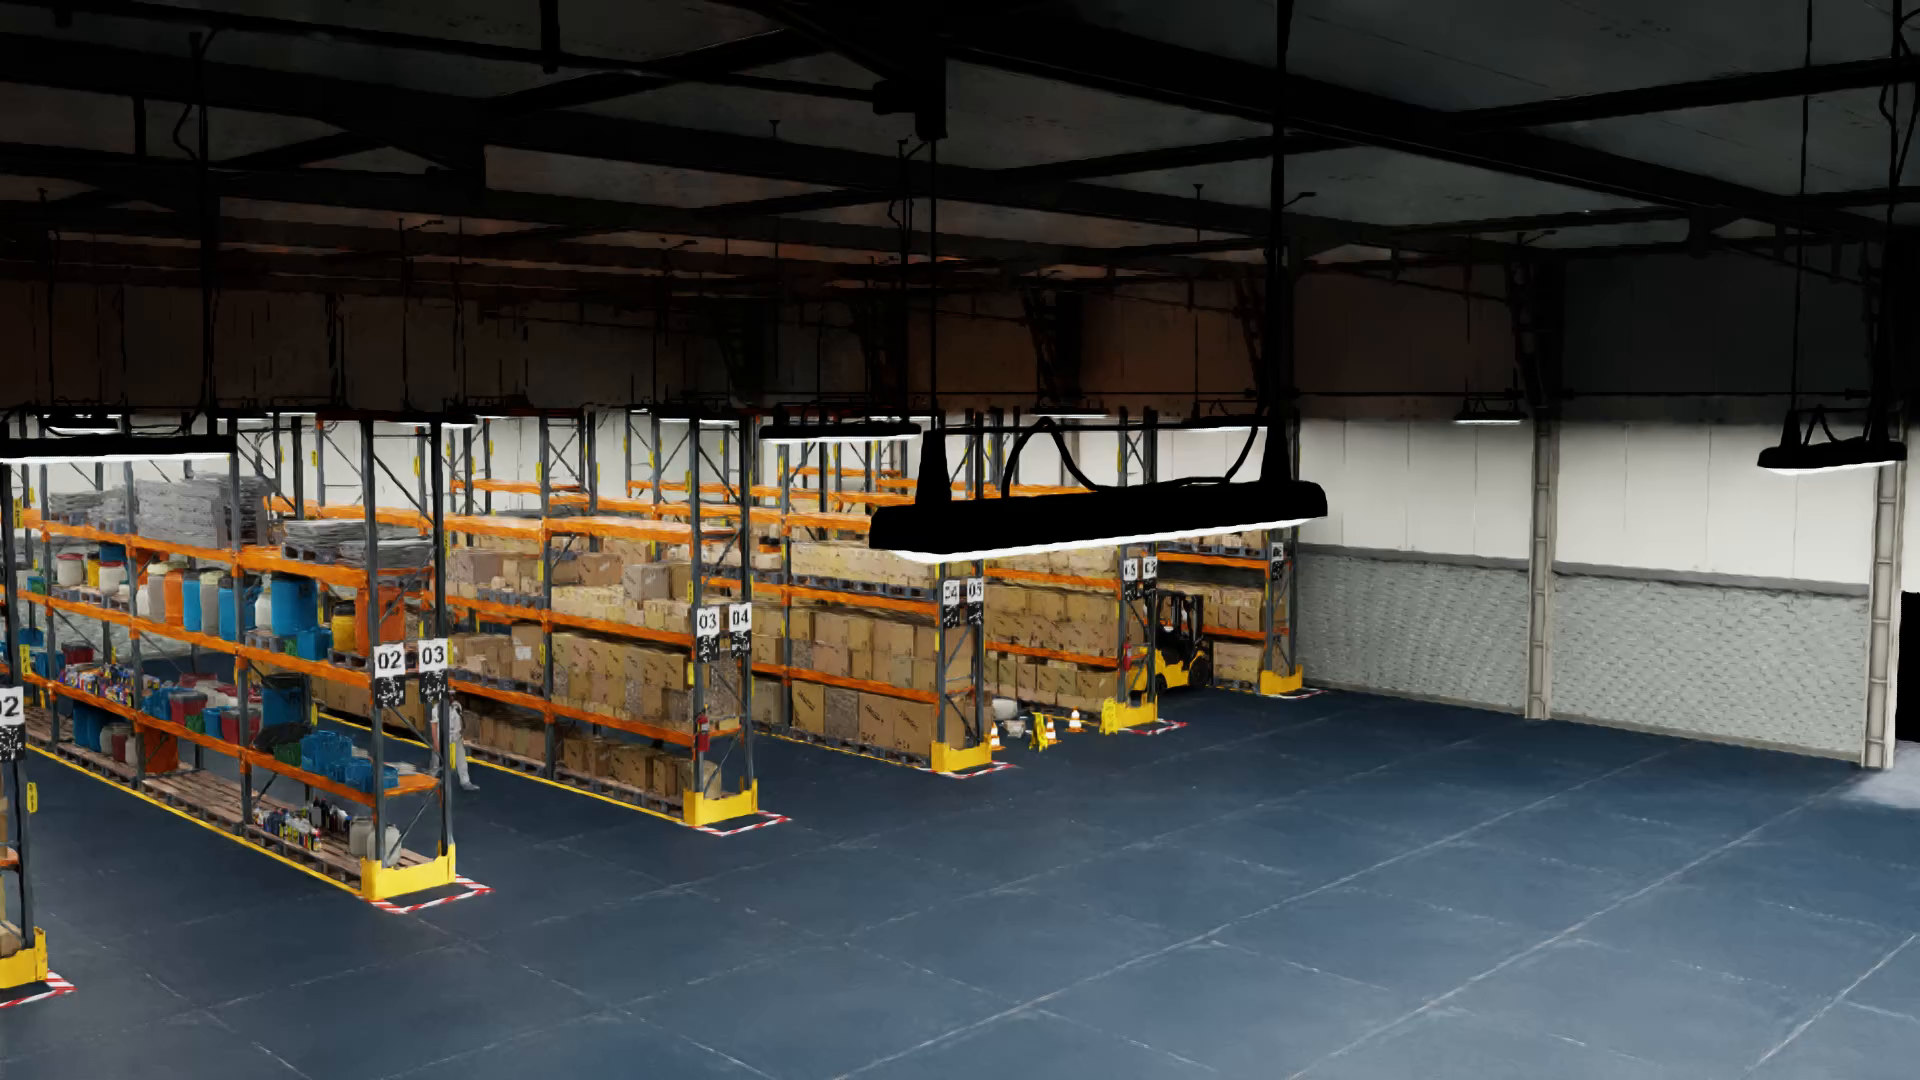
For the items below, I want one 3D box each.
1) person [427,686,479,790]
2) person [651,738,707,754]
[{"bbox_3d":[-8.148,3.137,26.453,0.542,1.672,1.126,-5,7,-44],"label":"person"},{"bbox_3d":[-4.959,2.950,28.999,0.900,1.607,0.724,3,6,28],"label":"person"}]
